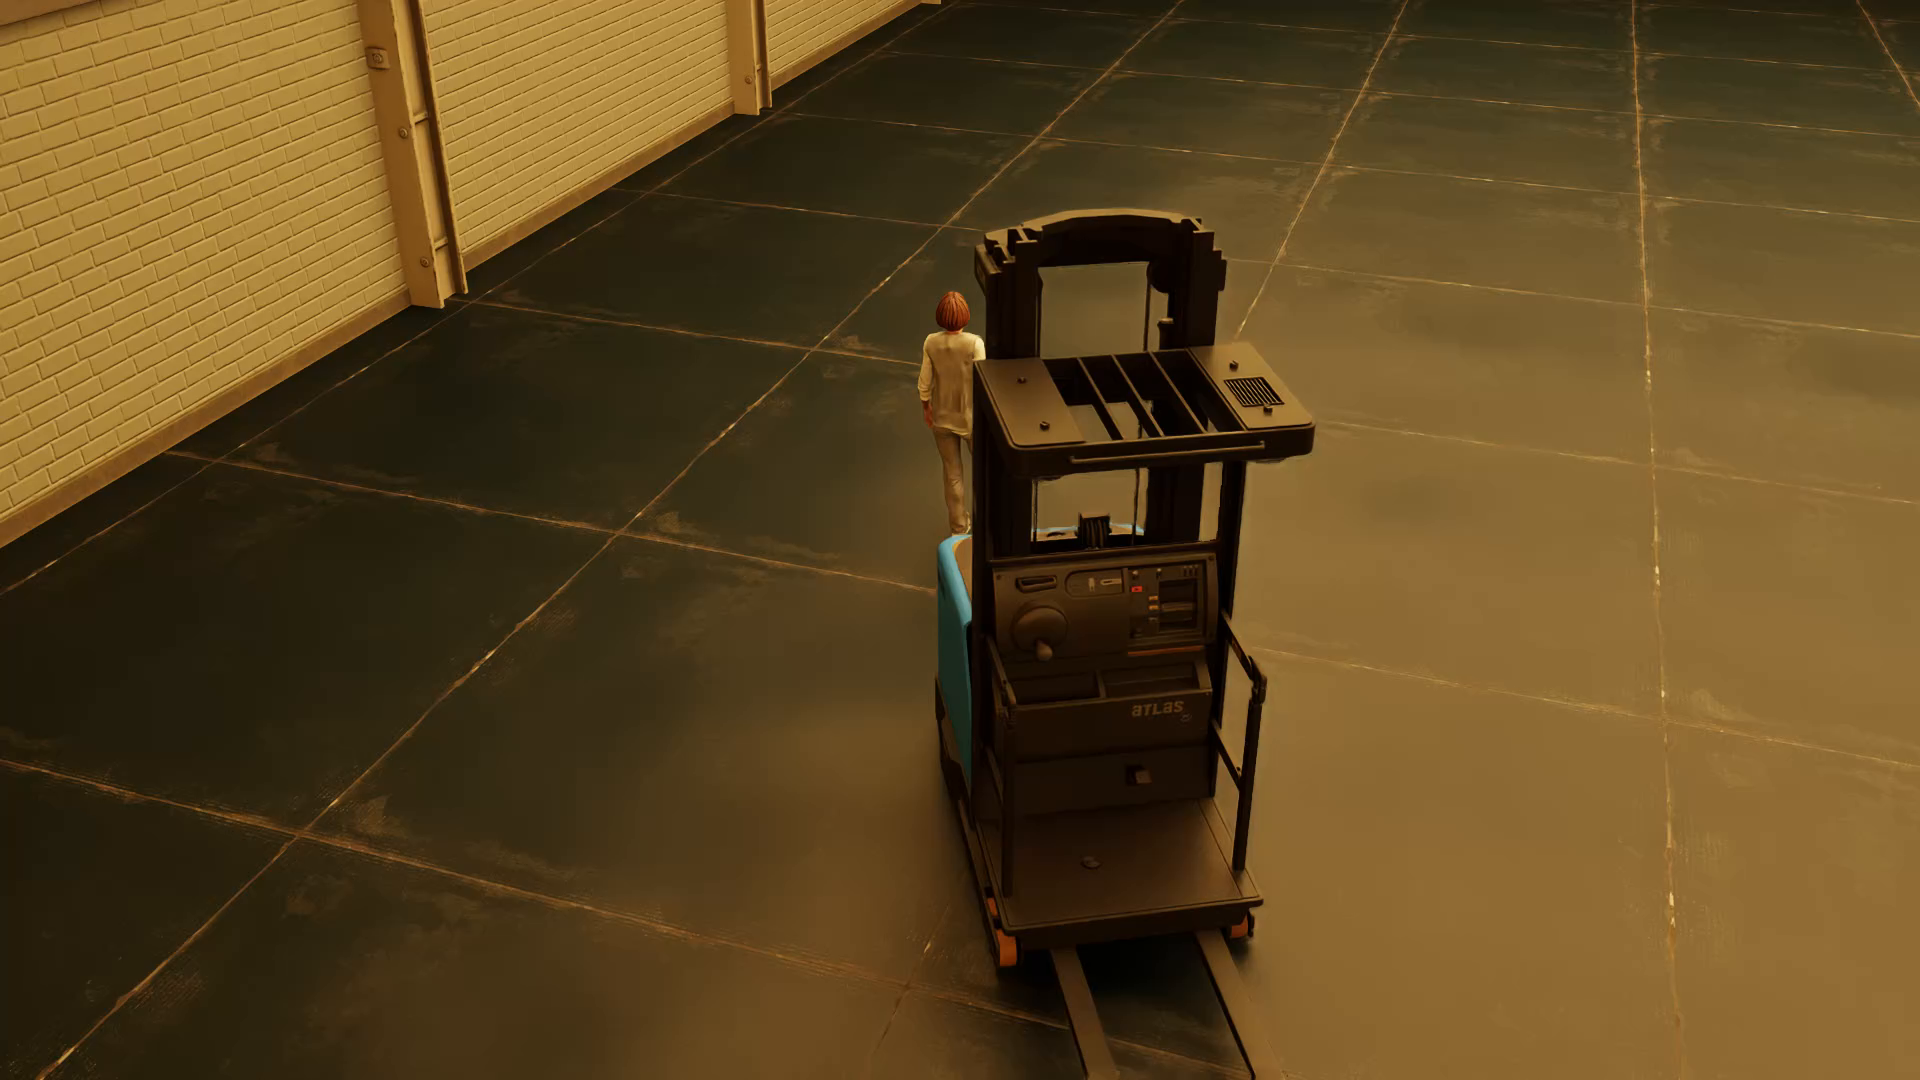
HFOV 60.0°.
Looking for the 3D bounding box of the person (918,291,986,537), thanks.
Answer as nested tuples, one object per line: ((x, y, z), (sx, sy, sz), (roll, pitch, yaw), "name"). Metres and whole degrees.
((0.038, -0.733, 9.754), (0.520, 1.599, 0.473), (10, 31, 16), "person")

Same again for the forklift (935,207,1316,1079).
((0.633, 0.319, 6.577), (1.130, 2.935, 3.031), (-5, 30, -8), "forklift")
